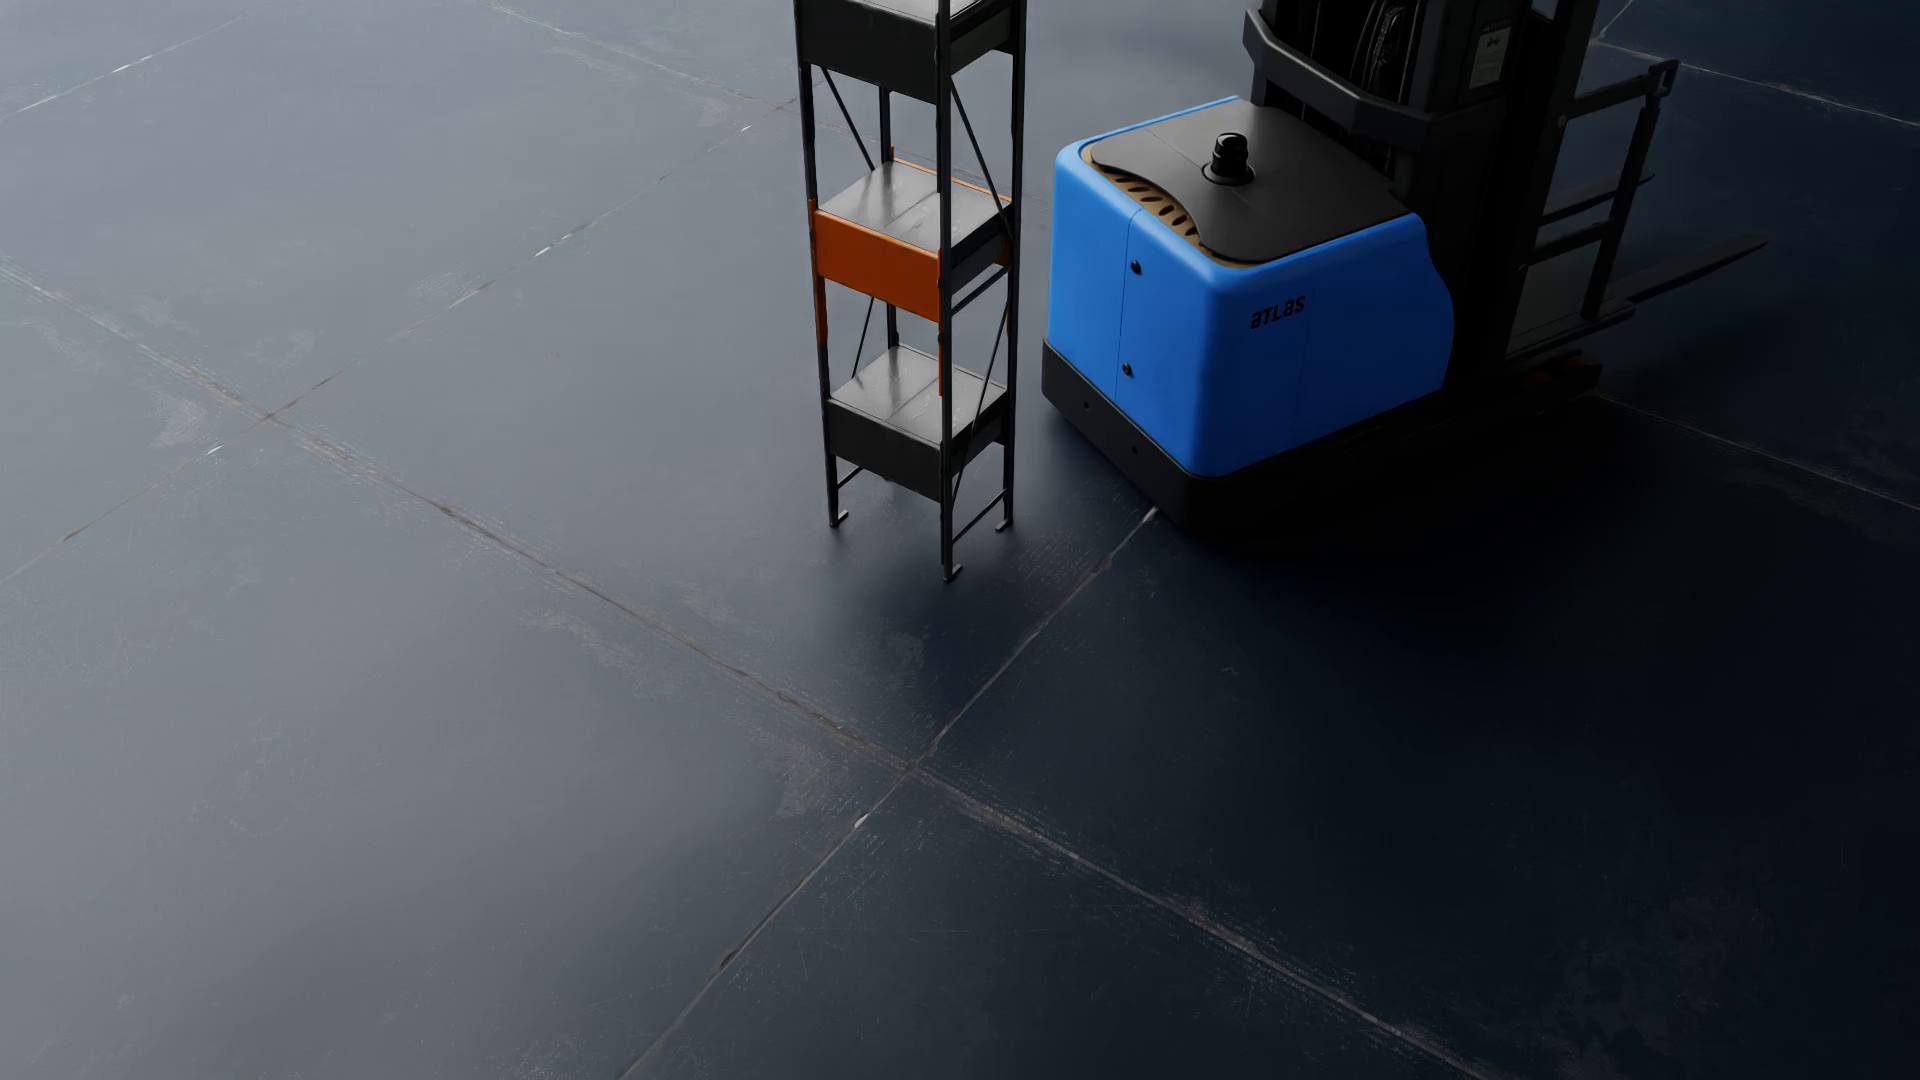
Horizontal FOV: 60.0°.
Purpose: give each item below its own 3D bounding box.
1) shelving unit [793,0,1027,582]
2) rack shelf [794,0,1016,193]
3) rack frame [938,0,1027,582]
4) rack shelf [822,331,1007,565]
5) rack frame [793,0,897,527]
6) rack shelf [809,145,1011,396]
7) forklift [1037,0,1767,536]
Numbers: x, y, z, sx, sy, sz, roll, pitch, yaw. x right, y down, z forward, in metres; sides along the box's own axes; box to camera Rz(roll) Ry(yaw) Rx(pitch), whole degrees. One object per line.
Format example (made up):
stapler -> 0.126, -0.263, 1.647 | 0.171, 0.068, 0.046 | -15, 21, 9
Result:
shelving unit -> -0.136, -0.846, 5.121 | 0.503, 2.100, 0.431 | 25, 48, 25
rack shelf -> -0.135, -1.357, 4.663 | 0.480, 0.518, 0.431 | 25, 48, 25
rack frame -> 0.064, -0.752, 5.016 | 0.015, 2.100, 0.400 | 25, 48, 25
rack shelf -> -0.136, -0.314, 5.597 | 0.480, 0.518, 0.431 | 25, 48, 25
rack frame -> -0.335, -0.939, 5.225 | 0.015, 2.100, 0.400 | 25, 48, 25
rack shelf -> -0.136, -0.836, 5.130 | 0.480, 0.518, 0.431 | 25, 48, 25
forklift -> 1.824, -1.837, 5.605 | 3.031, 2.935, 1.130 | -21, 46, -22
